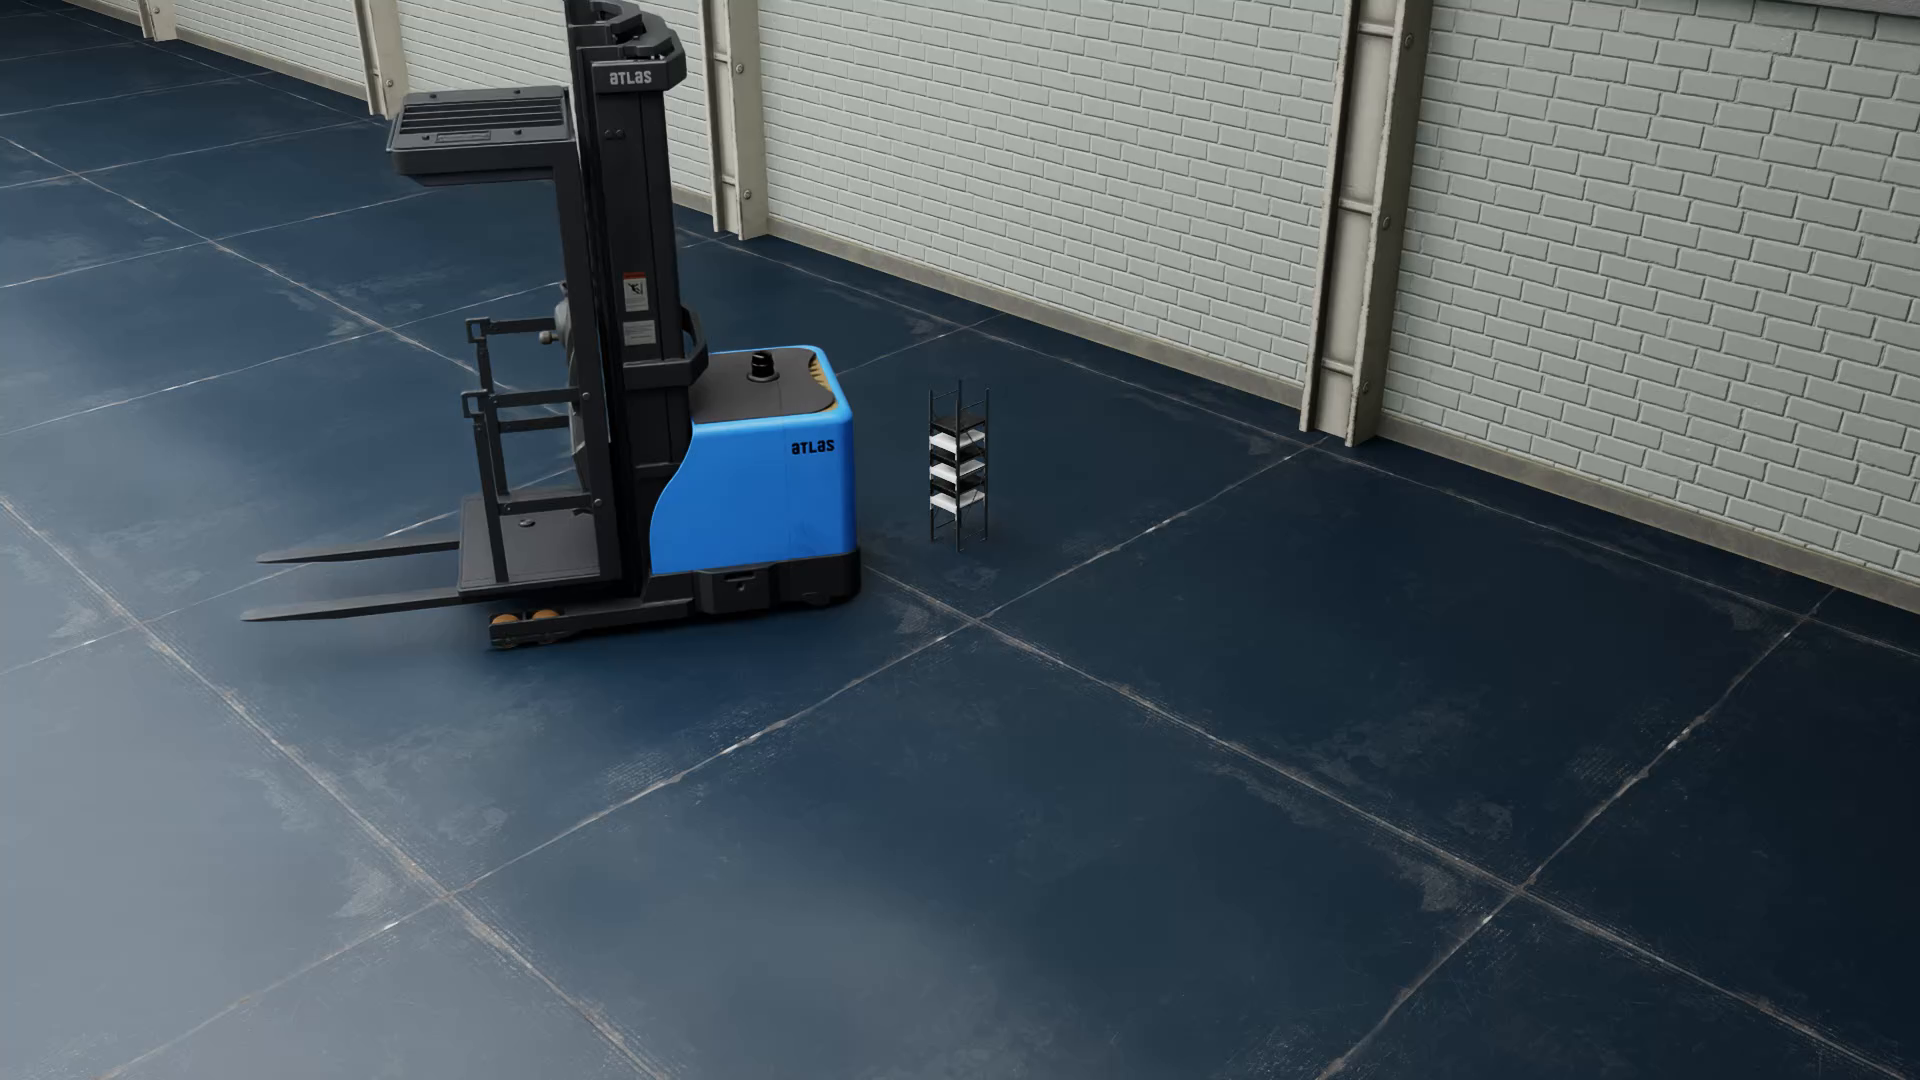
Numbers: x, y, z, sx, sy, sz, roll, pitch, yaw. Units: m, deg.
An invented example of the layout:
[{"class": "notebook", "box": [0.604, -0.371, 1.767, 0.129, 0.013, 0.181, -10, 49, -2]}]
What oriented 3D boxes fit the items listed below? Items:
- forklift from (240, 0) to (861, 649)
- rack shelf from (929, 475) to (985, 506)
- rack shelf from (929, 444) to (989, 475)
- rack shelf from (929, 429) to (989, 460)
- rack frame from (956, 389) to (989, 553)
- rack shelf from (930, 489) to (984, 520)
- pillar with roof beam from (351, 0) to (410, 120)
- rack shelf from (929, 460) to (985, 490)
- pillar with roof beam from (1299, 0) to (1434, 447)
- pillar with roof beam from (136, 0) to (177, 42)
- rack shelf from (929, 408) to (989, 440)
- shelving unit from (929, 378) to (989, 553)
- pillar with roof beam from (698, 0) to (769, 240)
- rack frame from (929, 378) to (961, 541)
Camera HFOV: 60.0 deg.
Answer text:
[{"class": "forklift", "box": [-2.087, -1.031, 8.061, 3.031, 2.935, 1.130, -6, 28, -12]}, {"class": "rack shelf", "box": [-0.006, -0.292, 9.103, 0.200, 0.077, 0.258, 25, 36, 38]}, {"class": "rack shelf", "box": [-0.006, -0.451, 9.019, 0.200, 0.077, 0.258, 25, 36, 38]}, {"class": "rack shelf", "box": [-0.006, -0.531, 8.977, 0.200, 0.077, 0.258, 25, 36, 38]}, {"class": "rack frame", "box": [0.067, -0.368, 8.983, 0.006, 0.900, 0.240, 25, 36, 38]}, {"class": "rack shelf", "box": [-0.006, -0.212, 9.145, 0.200, 0.077, 0.258, 25, 36, 38]}, {"class": "pillar with roof beam", "box": [-9.170, -7.160, 13.198, 0.400, 9.000, 9.100, 25, 36, 38]}, {"class": "rack shelf", "box": [-0.006, -0.371, 9.061, 0.200, 0.077, 0.258, 25, 36, 38]}, {"class": "pillar with roof beam", "box": [-0.613, -3.245, 5.752, 0.400, 9.000, 9.100, 25, 36, 38]}, {"class": "pillar with roof beam", "box": [-13.448, -9.118, 16.922, 0.400, 9.000, 9.100, 25, 36, 38]}, {"class": "rack shelf", "box": [-0.006, -0.610, 8.935, 0.200, 0.077, 0.258, 25, 36, 38]}, {"class": "shelving unit", "box": [-0.006, -0.401, 9.046, 0.210, 0.900, 0.258, 25, 36, 38]}, {"class": "pillar with roof beam", "box": [-4.891, -5.203, 9.475, 0.400, 9.000, 9.100, 25, 36, 38]}, {"class": "rack frame", "box": [-0.078, -0.434, 9.109, 0.006, 0.900, 0.240, 25, 36, 38]}]
